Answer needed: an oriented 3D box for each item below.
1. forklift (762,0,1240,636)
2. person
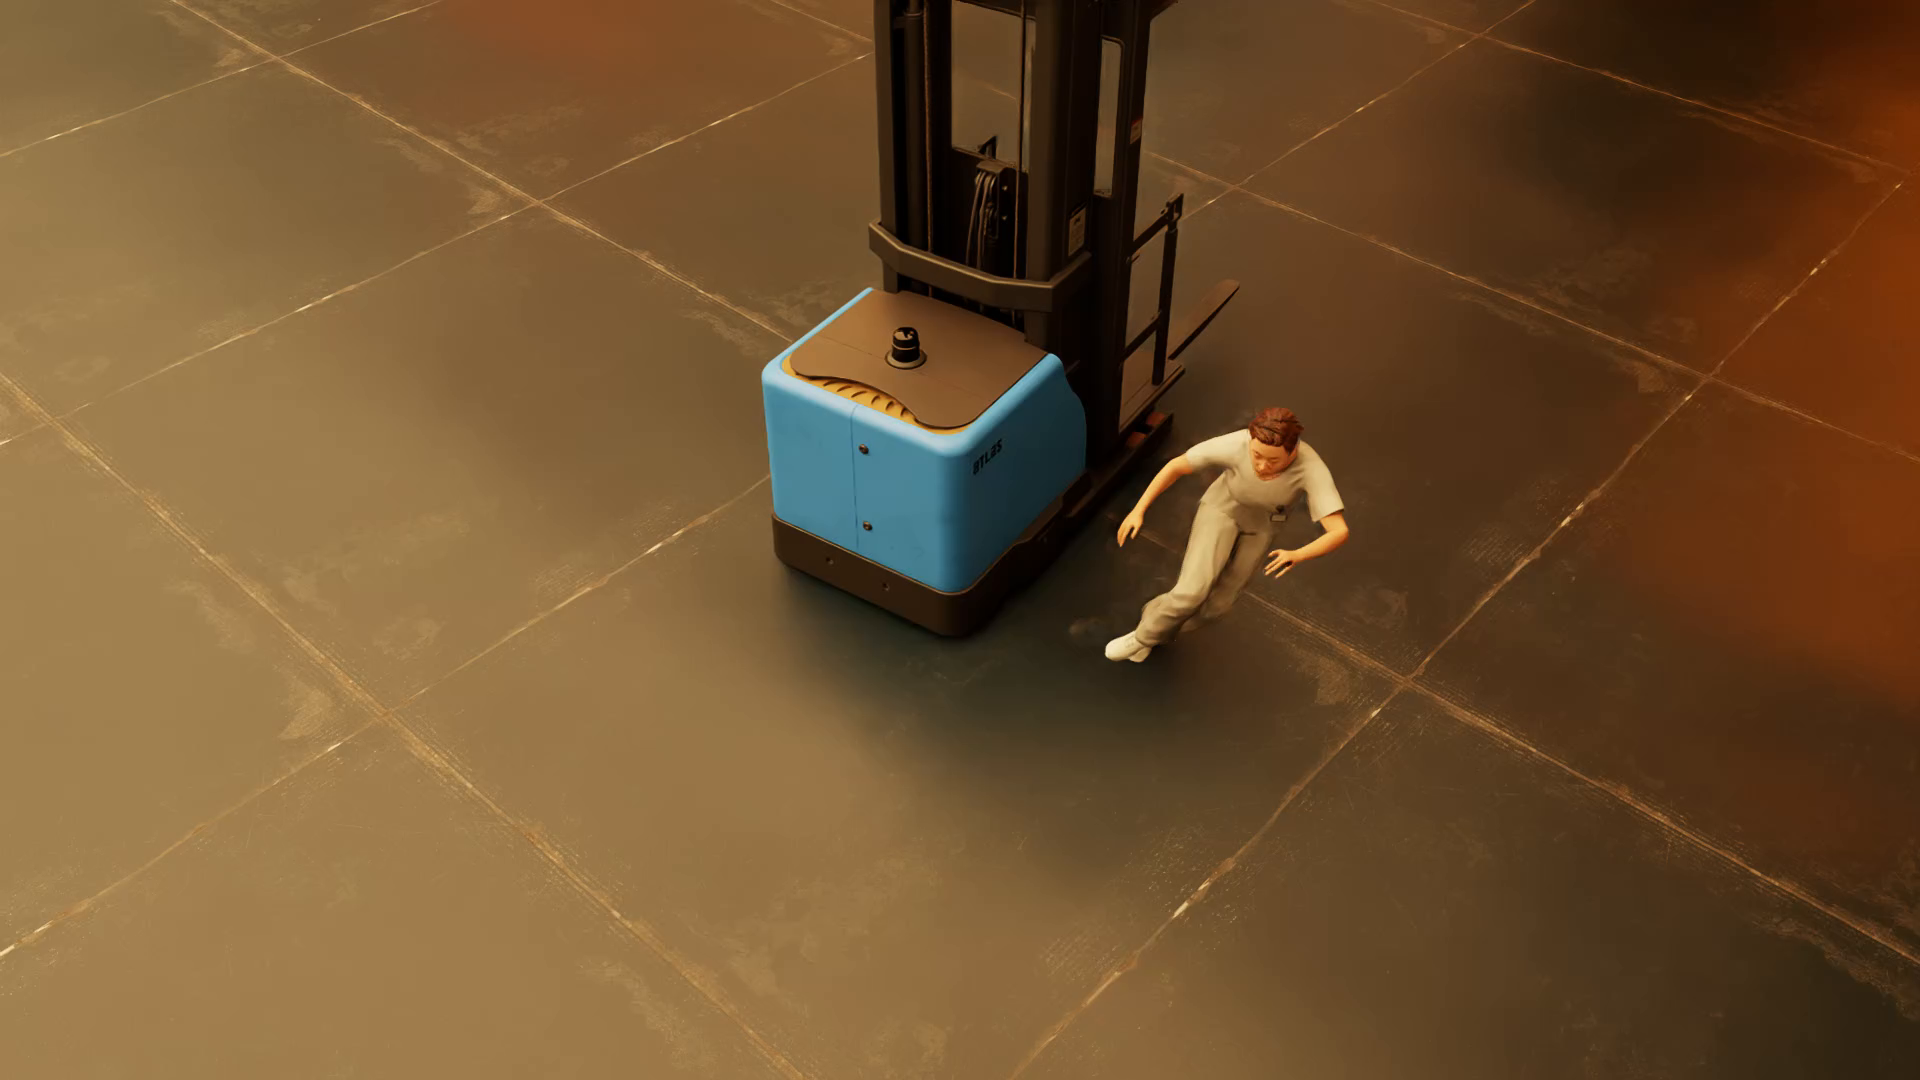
[{"bbox_3d":[0.394,-1.631,7.329,1.130,2.935,3.031,23,46,25],"label":"forklift"},{"bbox_3d":[1.036,0.065,6.532,0.869,1.420,0.812,4,41,5],"label":"person"}]
